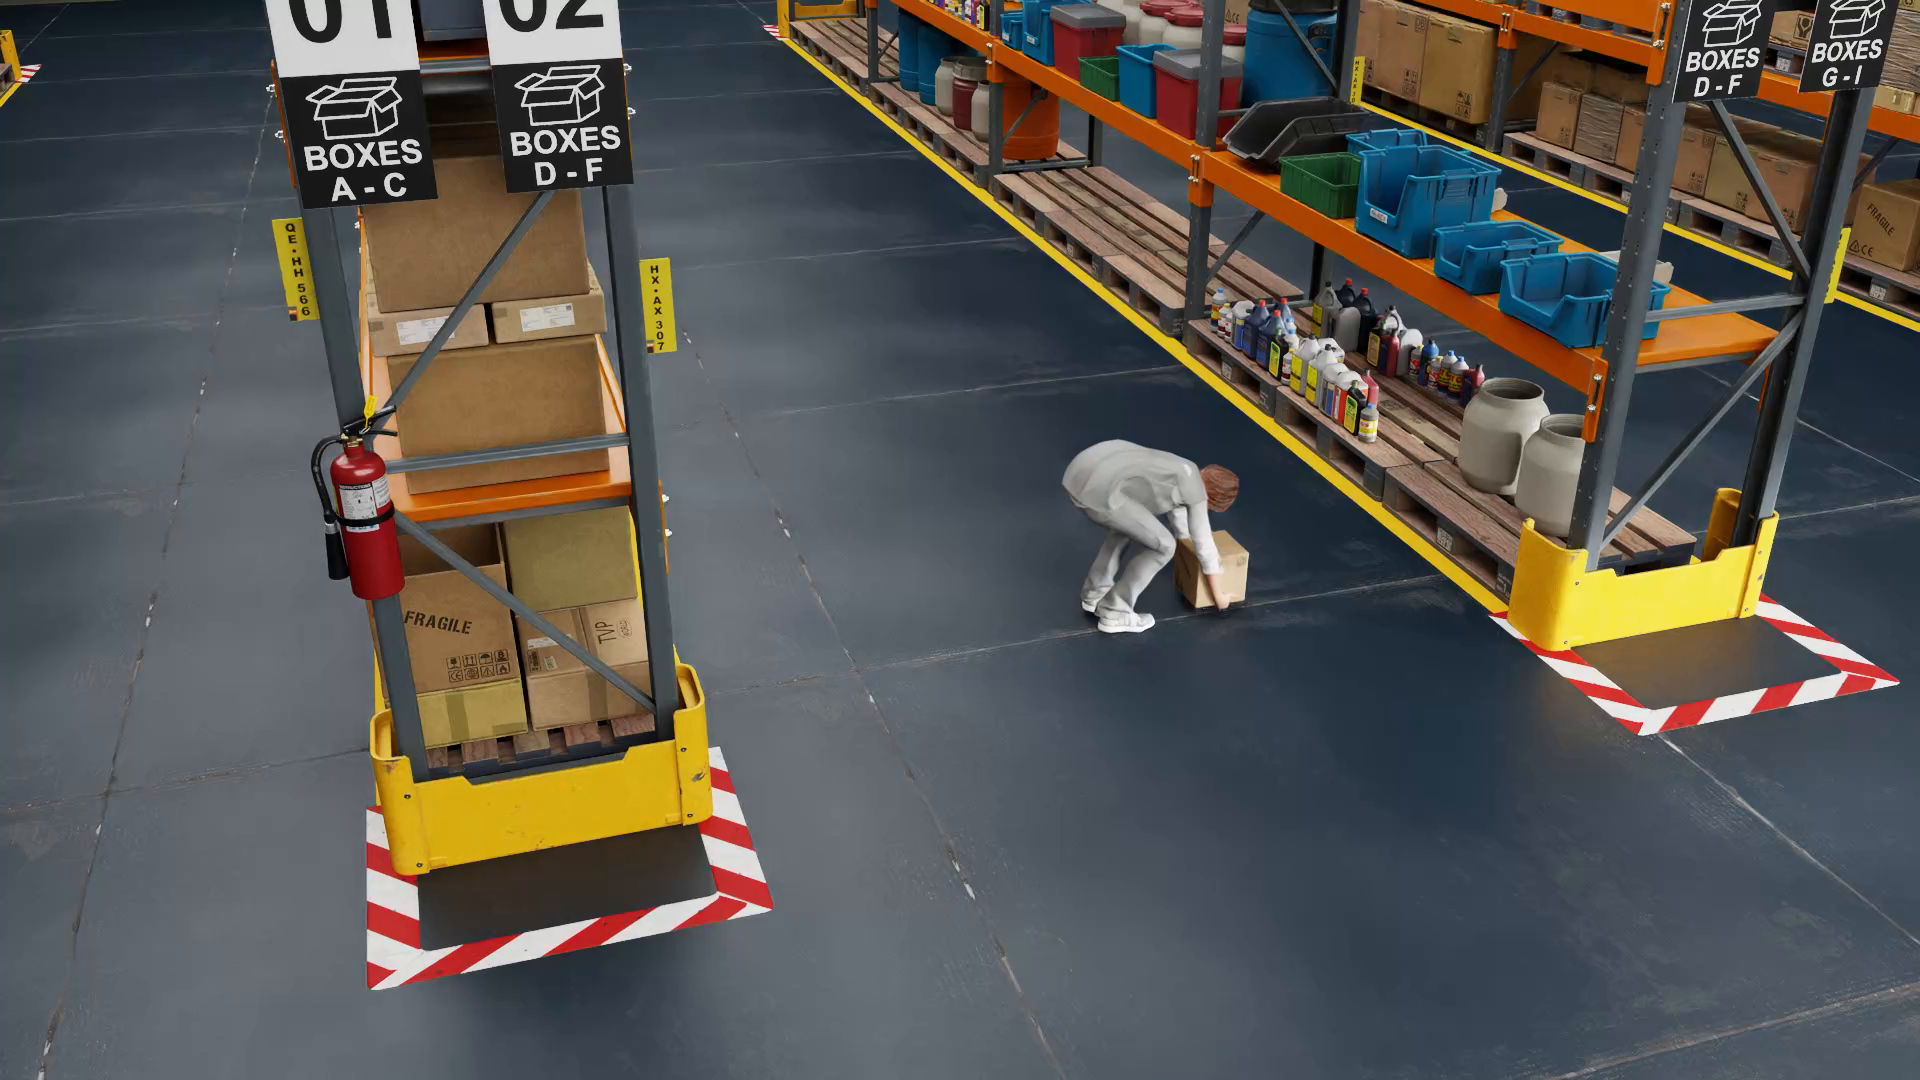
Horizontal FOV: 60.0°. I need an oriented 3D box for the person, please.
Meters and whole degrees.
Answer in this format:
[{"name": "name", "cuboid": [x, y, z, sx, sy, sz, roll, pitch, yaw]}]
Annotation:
[{"name": "person", "cuboid": [0.863, -0.052, 7.535, 0.853, 0.873, 0.424, -10, 28, -18]}]
